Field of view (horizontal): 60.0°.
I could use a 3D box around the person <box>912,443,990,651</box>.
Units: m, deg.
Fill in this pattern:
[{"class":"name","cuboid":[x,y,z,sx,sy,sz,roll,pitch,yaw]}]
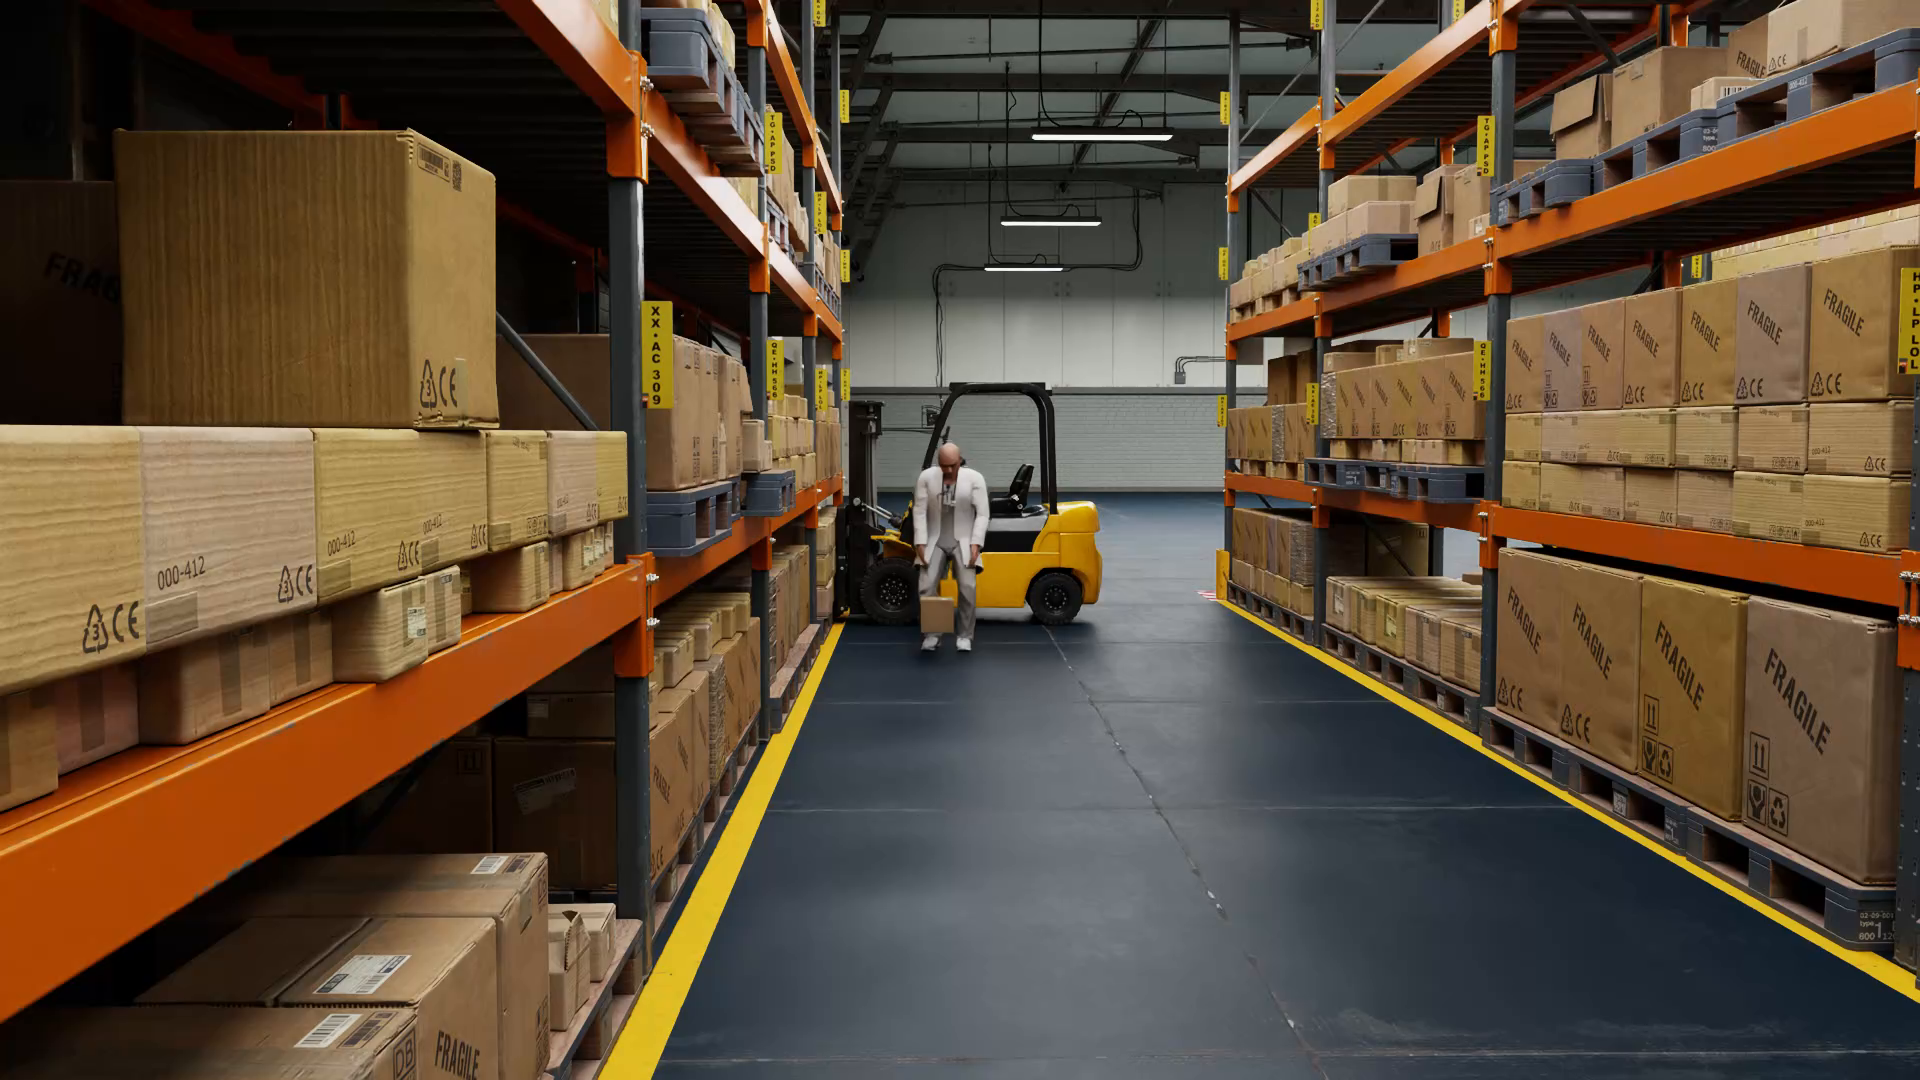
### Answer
[{"class":"person","cuboid":[-0.067,0.053,13.067,0.615,1.634,0.531,1,4,10]}]
